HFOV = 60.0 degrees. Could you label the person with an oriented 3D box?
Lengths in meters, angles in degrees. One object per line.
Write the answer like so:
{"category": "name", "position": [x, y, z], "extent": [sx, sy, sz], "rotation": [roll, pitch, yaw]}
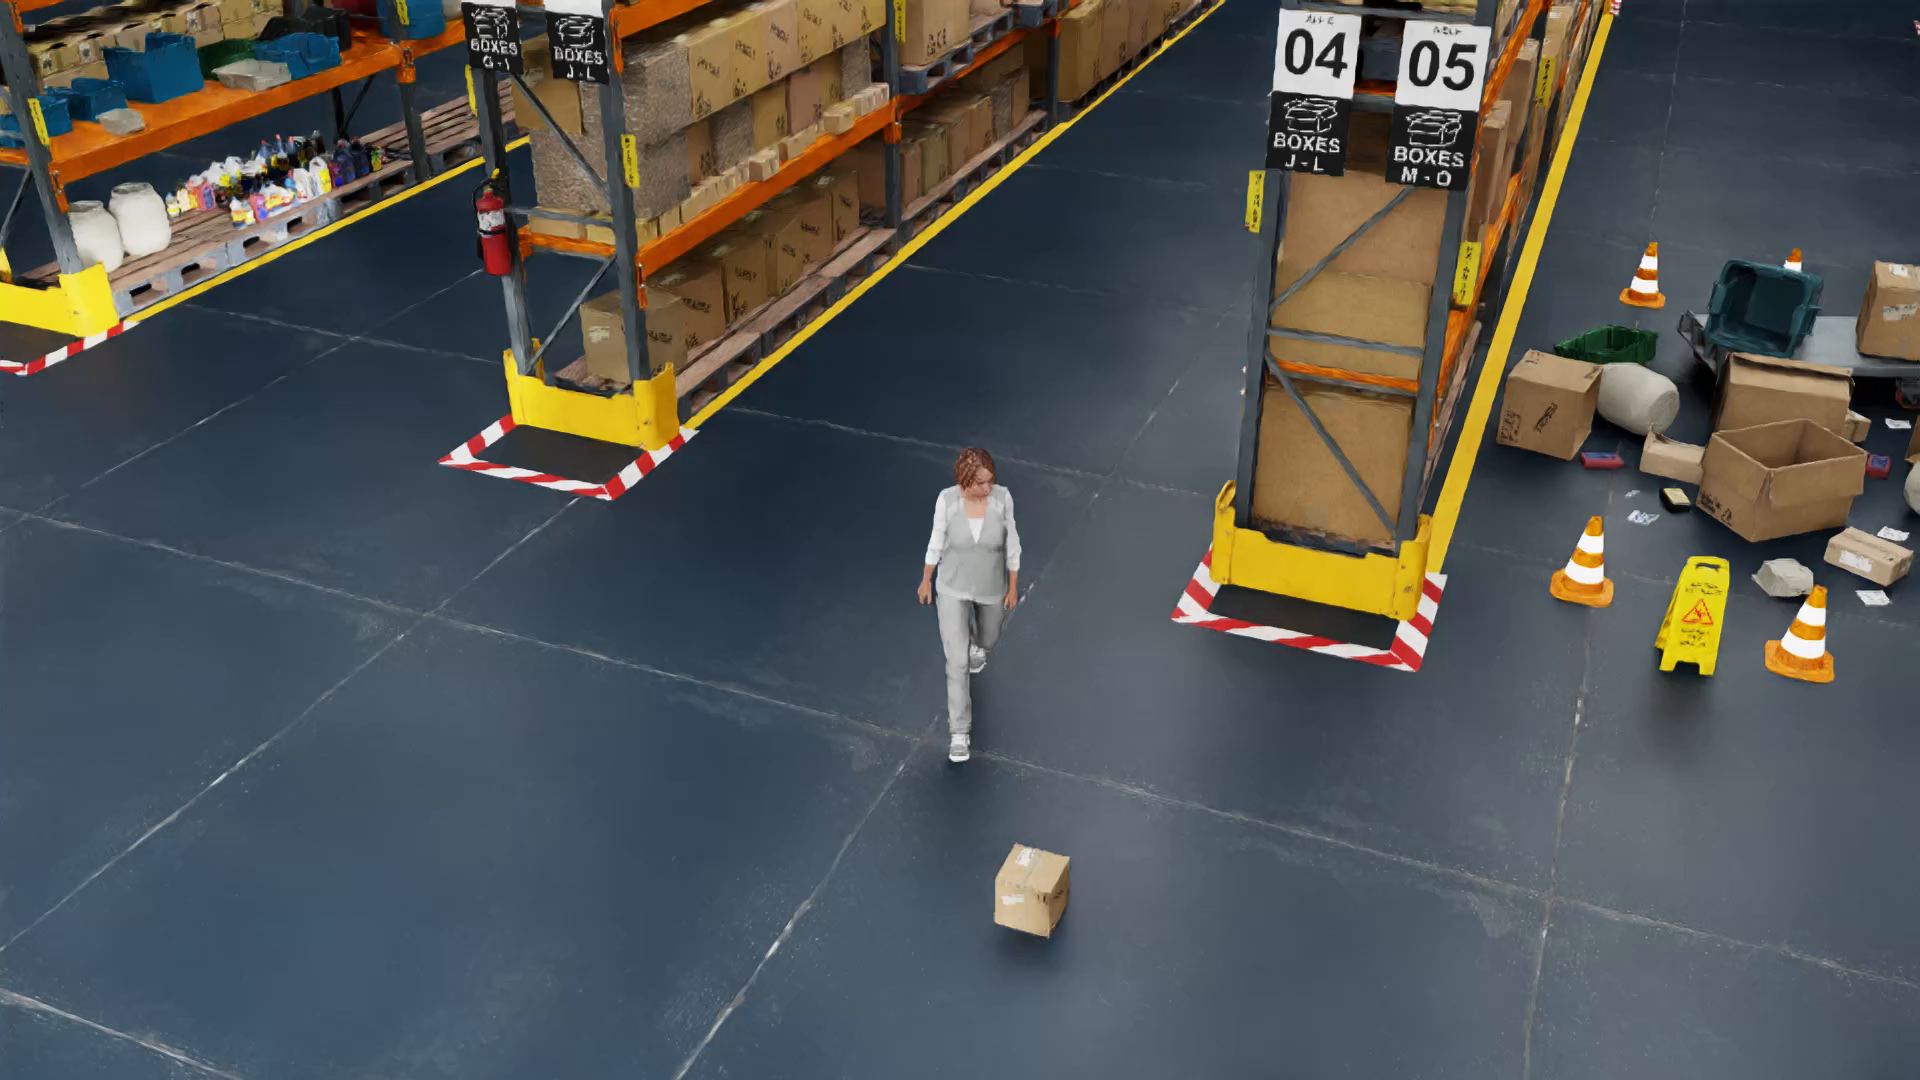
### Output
{"category": "person", "position": [0.045, 0.212, 8.062], "extent": [0.490, 1.537, 0.931], "rotation": [-4, 30, -6]}
